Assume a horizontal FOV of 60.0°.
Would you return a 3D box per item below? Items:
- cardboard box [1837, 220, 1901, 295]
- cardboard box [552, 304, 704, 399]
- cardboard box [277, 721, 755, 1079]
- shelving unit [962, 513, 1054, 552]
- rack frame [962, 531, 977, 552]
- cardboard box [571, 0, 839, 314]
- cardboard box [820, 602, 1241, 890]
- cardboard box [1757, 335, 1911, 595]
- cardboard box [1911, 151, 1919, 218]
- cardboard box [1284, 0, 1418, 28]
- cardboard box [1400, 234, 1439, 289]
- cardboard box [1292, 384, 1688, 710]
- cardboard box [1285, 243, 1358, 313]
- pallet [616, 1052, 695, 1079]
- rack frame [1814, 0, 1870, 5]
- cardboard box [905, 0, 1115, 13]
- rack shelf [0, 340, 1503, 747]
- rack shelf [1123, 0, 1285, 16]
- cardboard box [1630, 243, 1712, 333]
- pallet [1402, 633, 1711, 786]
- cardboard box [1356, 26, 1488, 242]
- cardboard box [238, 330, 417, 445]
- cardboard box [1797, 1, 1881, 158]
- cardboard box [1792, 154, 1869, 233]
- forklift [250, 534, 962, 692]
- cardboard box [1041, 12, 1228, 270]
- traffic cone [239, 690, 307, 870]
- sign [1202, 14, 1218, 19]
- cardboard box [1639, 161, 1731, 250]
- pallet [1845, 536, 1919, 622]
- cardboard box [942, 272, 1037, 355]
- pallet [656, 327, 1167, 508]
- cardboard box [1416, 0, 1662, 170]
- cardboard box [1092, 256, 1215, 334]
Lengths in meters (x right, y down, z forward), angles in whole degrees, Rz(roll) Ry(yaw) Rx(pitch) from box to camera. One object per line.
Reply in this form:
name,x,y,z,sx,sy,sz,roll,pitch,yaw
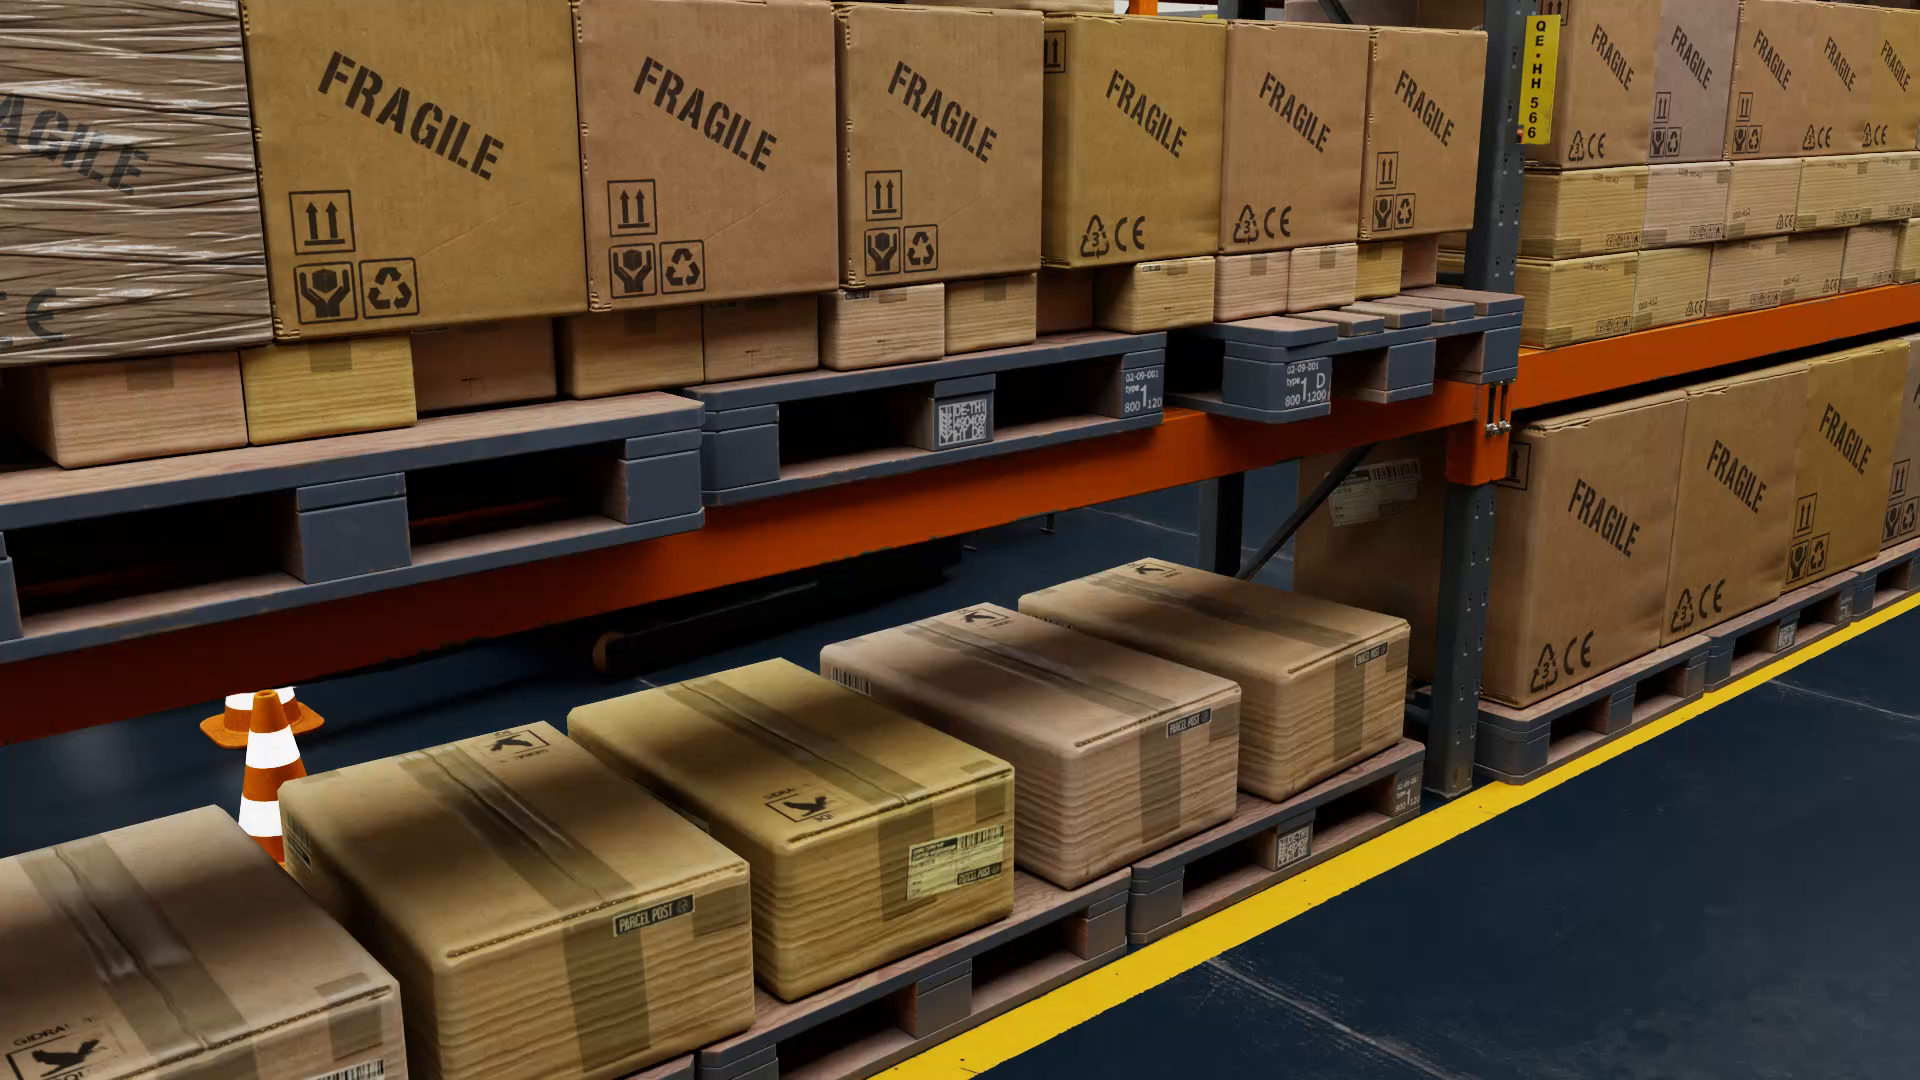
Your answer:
cardboard box,3.216,-1.101,6.349,0.500,0.250,0.500,-13,20,-41
cardboard box,-0.664,-0.363,2.971,0.250,0.149,0.380,-12,19,-39
cardboard box,-0.934,0.744,3.430,0.625,0.372,0.950,-11,19,-36
shelving unit,0.125,-1.042,7.584,0.503,2.100,0.431,-13,19,-39
rack frame,-0.059,-1.001,7.429,0.015,2.100,0.400,-13,19,-39
cardboard box,-0.567,-0.695,2.957,0.500,0.500,0.500,-13,20,-40
cardboard box,0.165,0.499,4.349,0.625,0.372,0.950,-13,20,-40
cardboard box,3.076,-0.367,6.616,0.875,0.875,0.875,-12,19,-38
cardboard box,3.622,-1.427,6.601,0.500,0.250,0.500,-12,19,-38
cardboard box,1.368,-1.458,5.266,0.500,0.500,0.500,-13,20,-41
cardboard box,1.057,-0.769,4.488,0.250,0.149,0.380,-12,19,-37
cardboard box,1.725,-0.066,5.486,0.875,0.875,0.875,-13,20,-40
cardboard box,0.741,-0.658,4.073,0.250,0.149,0.380,-13,20,-40
pallet,-1.282,1.104,3.207,1.213,0.211,1.003,-13,19,-39
rack frame,4.167,-1.466,7.426,0.127,3.000,1.000,-13,19,-39
cardboard box,0.101,-1.165,3.457,0.250,0.149,0.380,-14,20,-42
rack shelf,-0.359,-0.102,3.713,4.000,0.370,1.077,-13,19,-39
rack shelf,2.350,-3.853,11.944,4.000,0.370,1.077,-13,19,-39
cardboard box,2.060,-0.840,5.374,0.500,0.250,0.500,-13,20,-41
pallet,1.794,0.440,5.694,1.213,0.211,1.003,-13,19,-39
cardboard box,0.989,-1.052,4.293,0.500,0.500,0.500,-13,20,-41
cardboard box,-1.049,-0.265,2.603,0.250,0.149,0.380,-12,19,-38
cardboard box,2.833,-1.611,5.838,0.500,0.500,0.500,-12,19,-38
cardboard box,2.860,-1.248,5.931,0.500,0.250,0.500,-12,19,-38
forklift,-1.380,-1.074,6.090,1.130,2.935,3.031,14,20,43
cardboard box,0.226,-0.877,3.636,0.500,0.500,0.500,-14,21,-43
traffic cone,-1.851,0.632,4.486,0.334,0.463,0.336,-13,19,-39
sign,0.783,-1.455,5.142,0.005,0.325,0.100,-13,19,-39
cardboard box,2.085,-1.083,5.312,0.500,0.250,0.500,-12,19,-38
pallet,3.635,0.027,7.241,1.213,0.211,1.003,-13,19,-39
cardboard box,-0.060,-0.491,3.447,0.250,0.149,0.380,-13,20,-41
pallet,-0.317,-0.352,3.628,1.213,0.211,1.003,-13,19,-39
cardboard box,1.682,-1.356,4.882,0.500,0.500,0.500,-14,20,-41
cardboard box,0.348,-0.567,3.734,0.250,0.149,0.380,-12,19,-38
